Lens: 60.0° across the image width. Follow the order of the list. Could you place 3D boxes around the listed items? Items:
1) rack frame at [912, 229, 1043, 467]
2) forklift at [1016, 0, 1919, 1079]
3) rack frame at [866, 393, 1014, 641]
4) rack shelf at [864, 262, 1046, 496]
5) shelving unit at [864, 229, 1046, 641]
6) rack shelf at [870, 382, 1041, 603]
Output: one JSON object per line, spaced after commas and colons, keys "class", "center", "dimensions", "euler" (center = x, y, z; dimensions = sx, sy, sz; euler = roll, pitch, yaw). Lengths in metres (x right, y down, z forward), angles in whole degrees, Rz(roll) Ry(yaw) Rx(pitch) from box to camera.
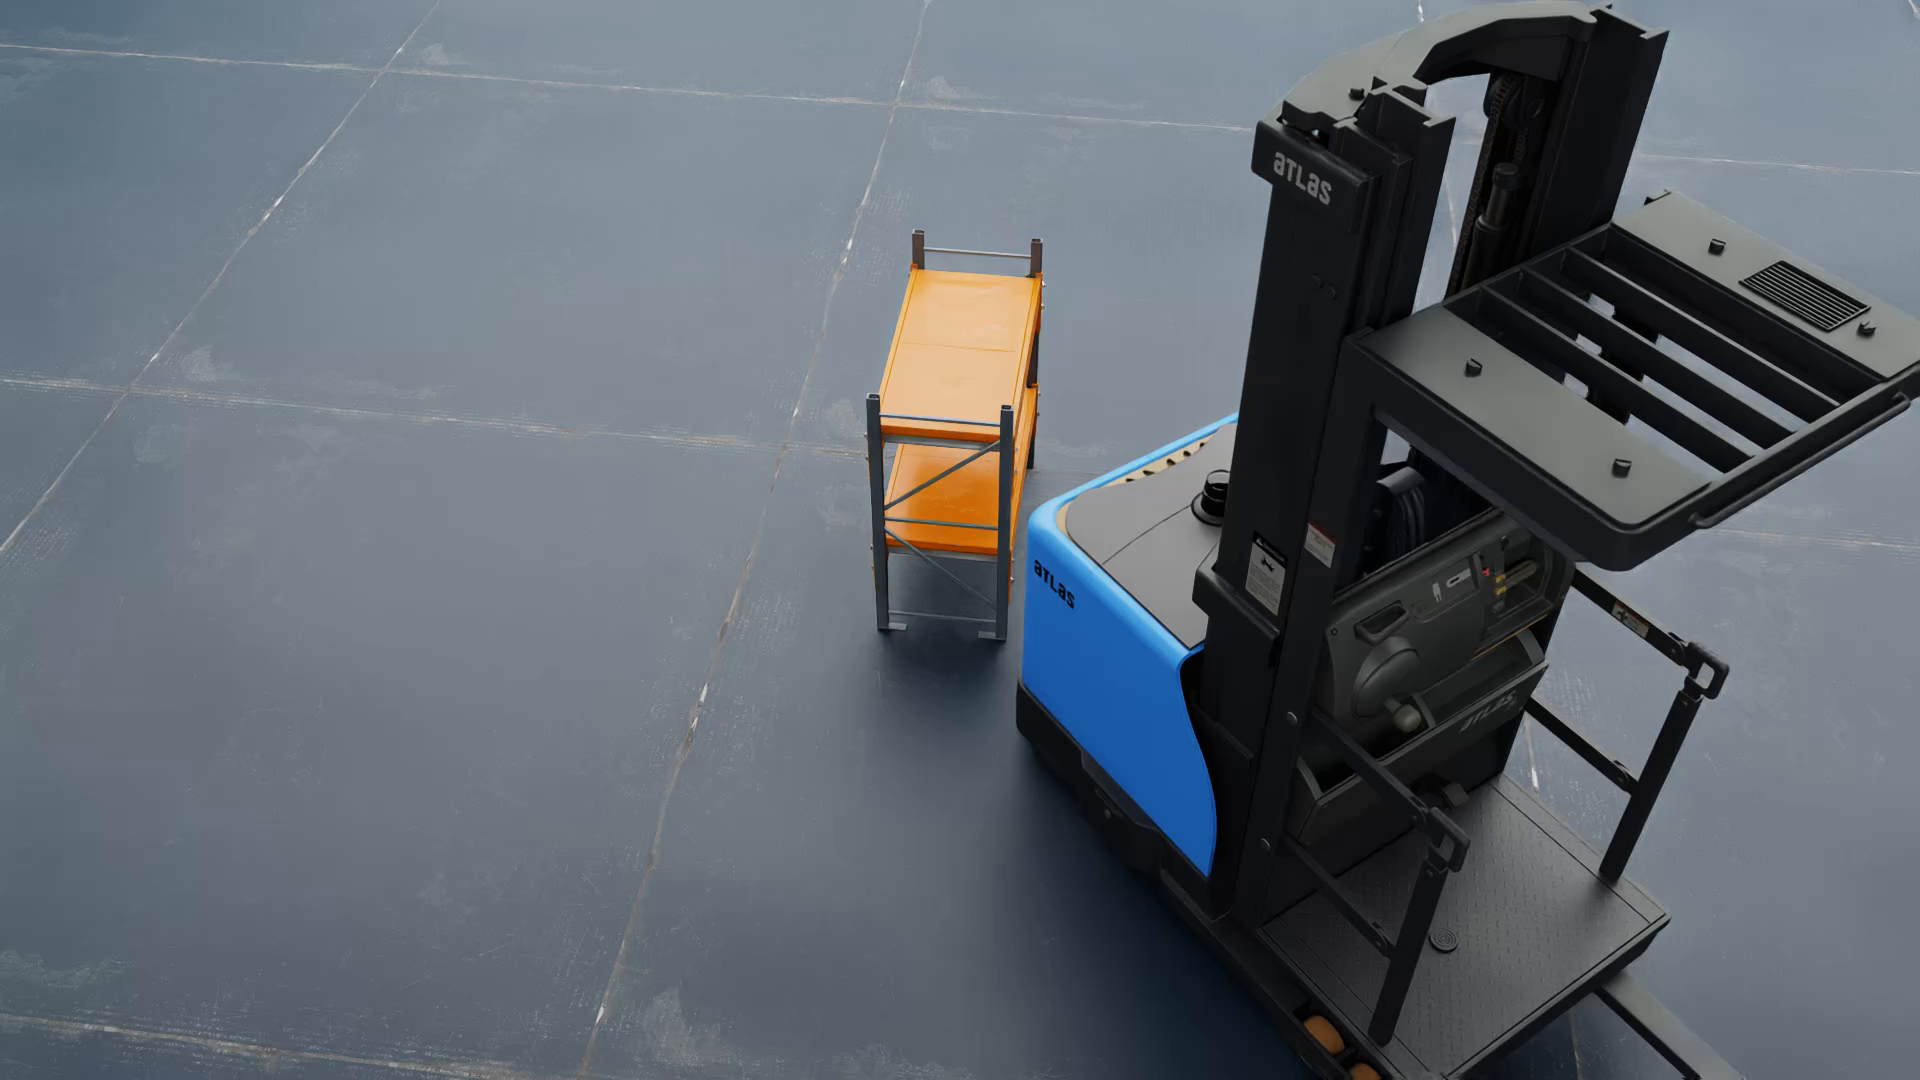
{"class": "rack frame", "center": [0.066, -0.750, 6.724], "dimensions": [0.500, 1.125, 0.032], "euler": [5, 44, 6]}
{"class": "forklift", "center": [1.447, 0.271, 4.332], "dimensions": [1.130, 2.935, 3.031], "euler": [-25, 49, -24]}
{"class": "rack frame", "center": [-0.068, -0.057, 5.992], "dimensions": [0.500, 1.125, 0.032], "euler": [5, 44, 6]}
{"class": "rack shelf", "center": [-0.001, -0.616, 6.157], "dimensions": [0.538, 0.278, 1.000], "euler": [5, 44, 6]}
{"class": "shelving unit", "center": [-0.001, -0.404, 6.358], "dimensions": [0.538, 1.125, 1.048], "euler": [5, 44, 6]}
{"class": "rack shelf", "center": [-0.001, -0.226, 6.526], "dimensions": [0.538, 0.278, 1.000], "euler": [5, 44, 6]}
